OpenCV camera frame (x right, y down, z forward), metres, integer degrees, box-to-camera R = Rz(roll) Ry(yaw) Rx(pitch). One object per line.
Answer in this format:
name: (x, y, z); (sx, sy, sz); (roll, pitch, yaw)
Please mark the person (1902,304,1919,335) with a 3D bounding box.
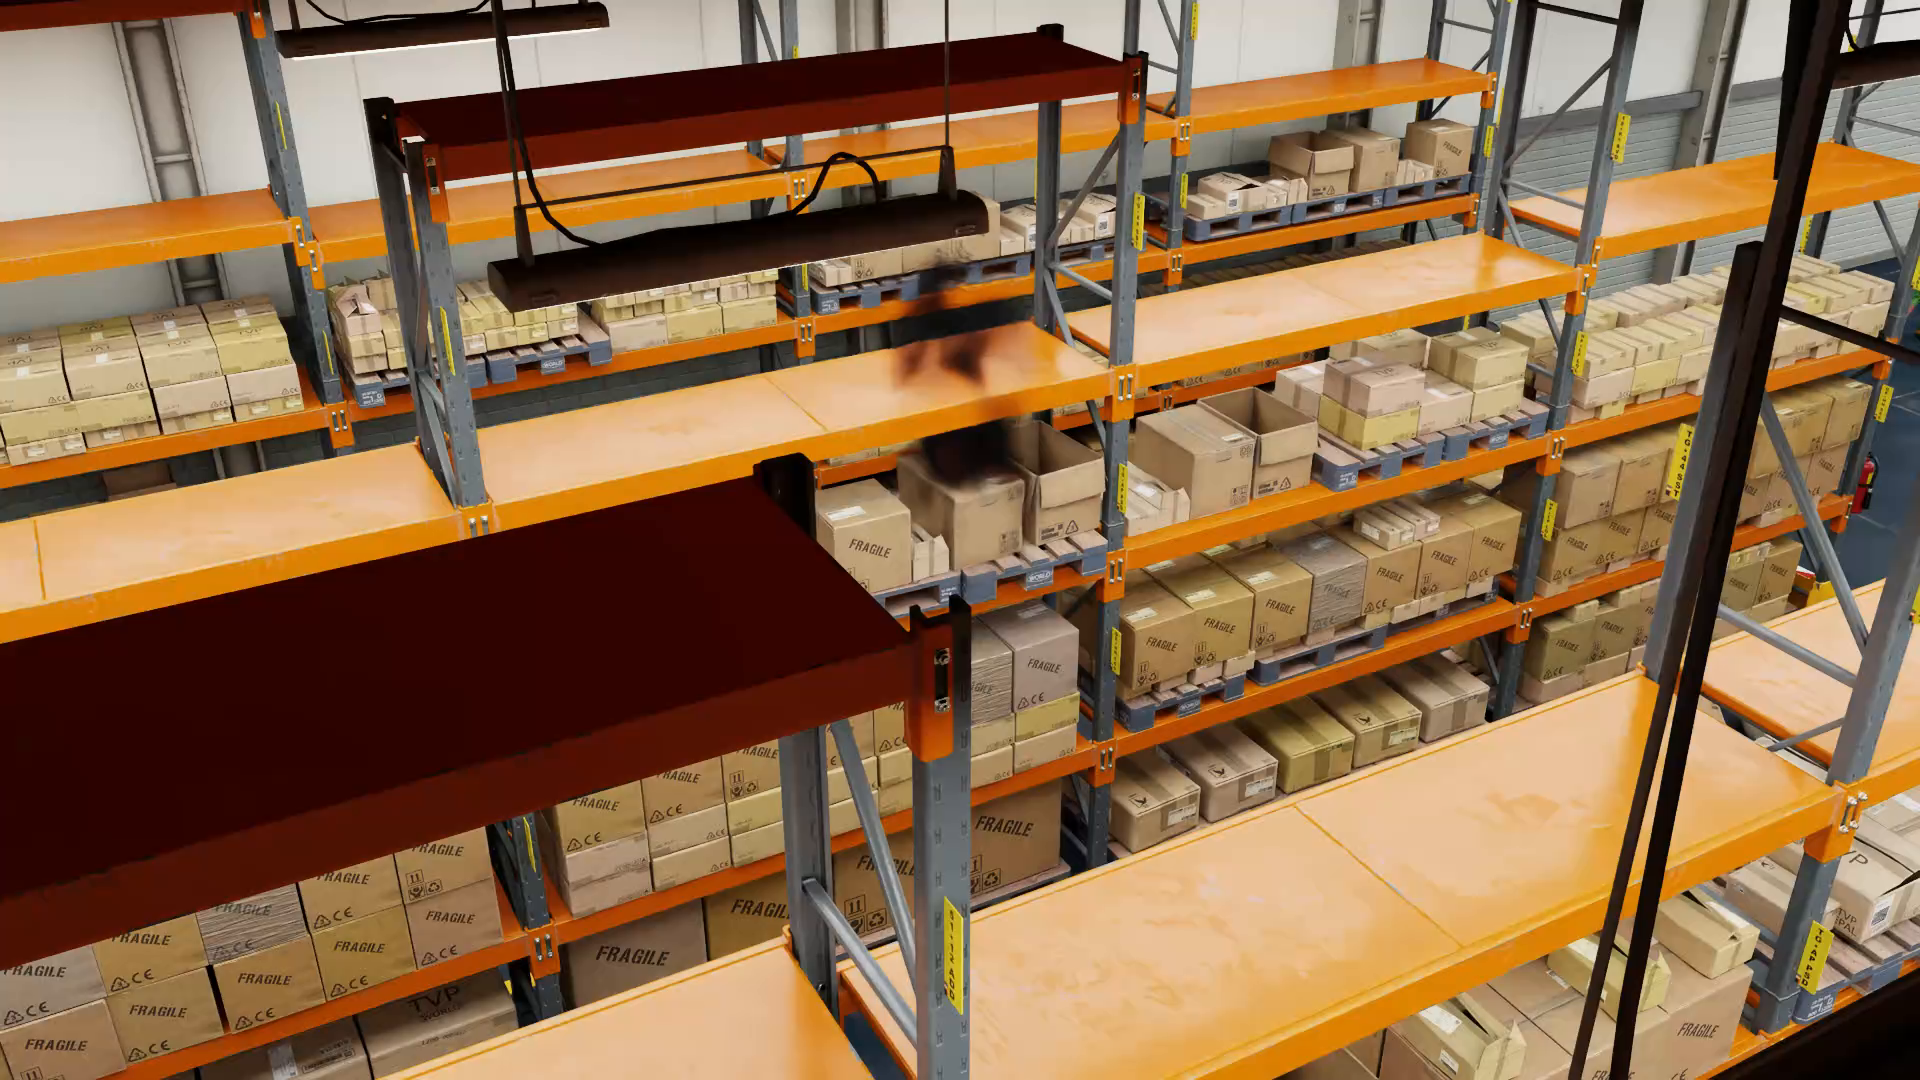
person: (12.540, -3.443, 21.613); (0.867, 1.757, 0.652); (-16, 32, -28)
